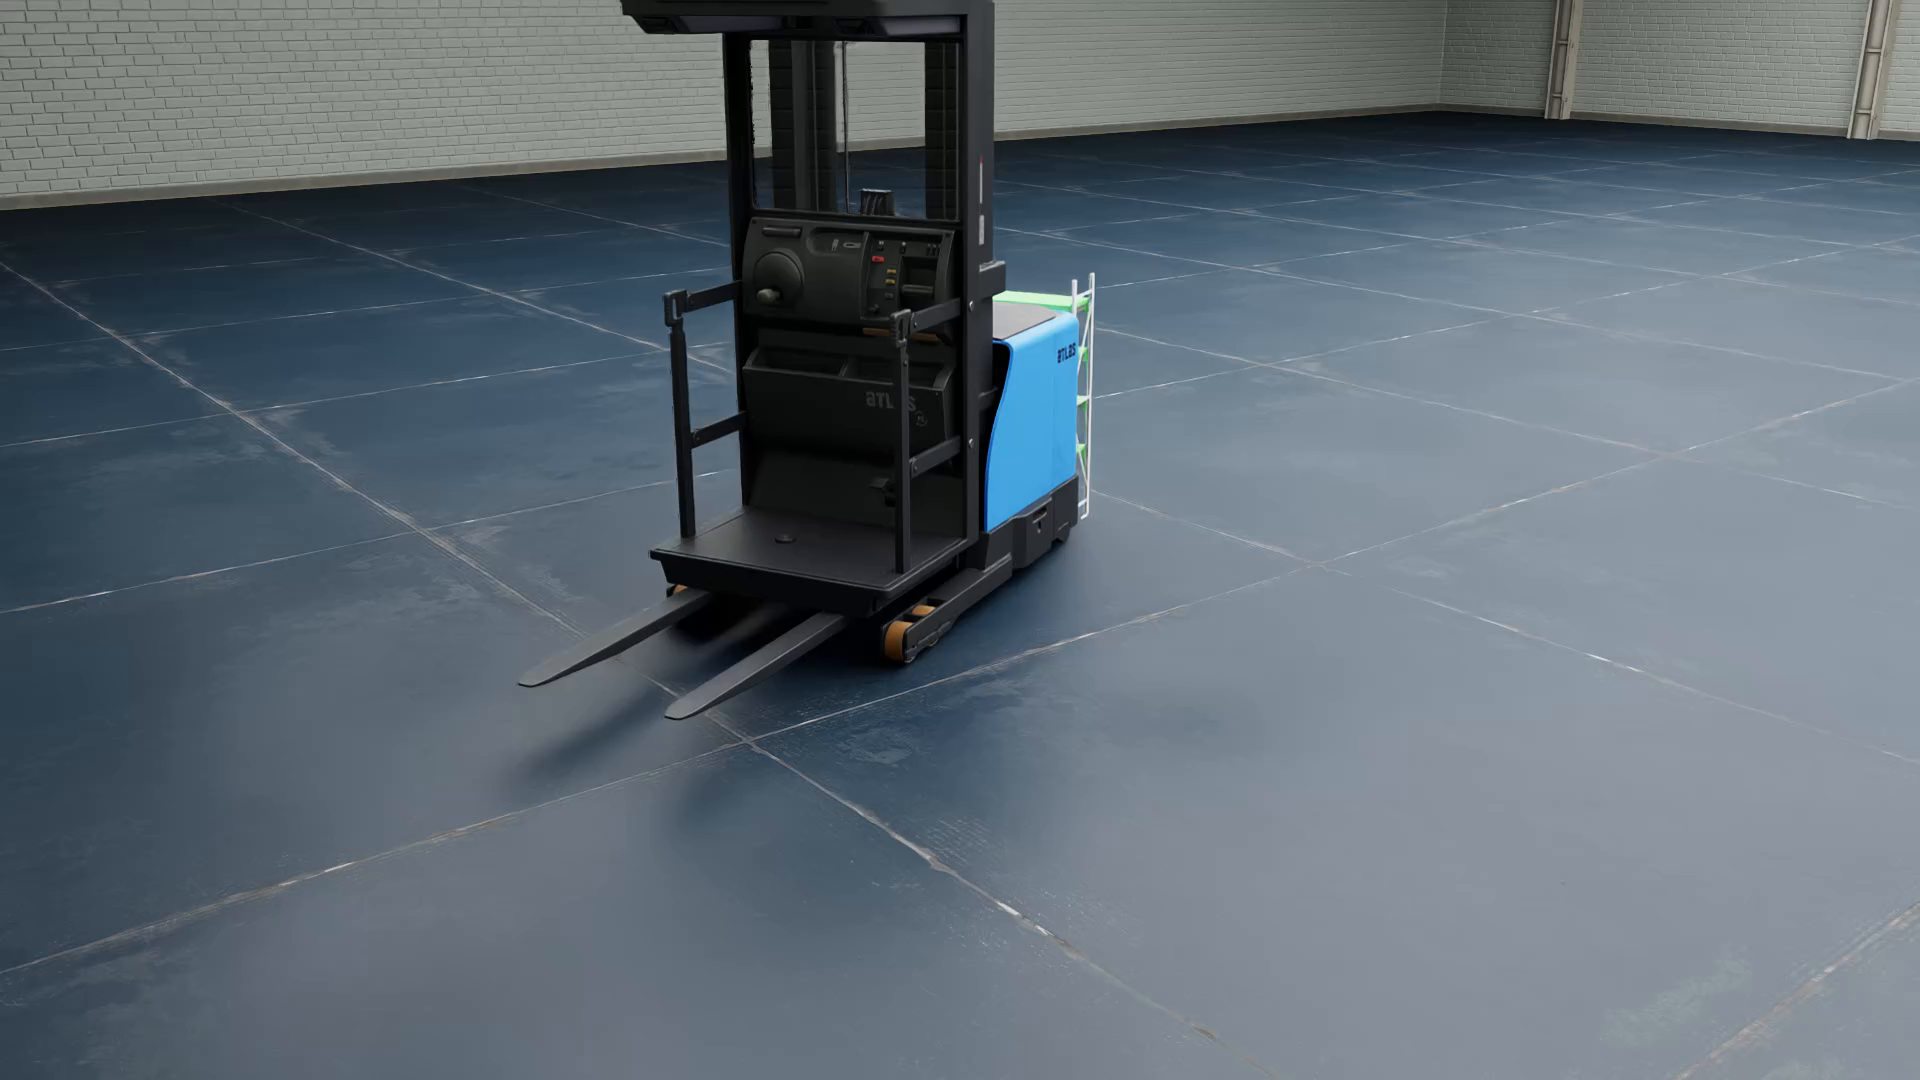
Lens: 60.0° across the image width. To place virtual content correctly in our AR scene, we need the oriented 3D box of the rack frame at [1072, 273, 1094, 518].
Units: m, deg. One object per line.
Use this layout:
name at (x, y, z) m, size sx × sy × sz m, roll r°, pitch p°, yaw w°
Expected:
rack frame at (0.575, -0.659, 7.943) m, size 0.015 × 1.200 × 0.240 m, roll 9°, pitch 20°, yaw 25°

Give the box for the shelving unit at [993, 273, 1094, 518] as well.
shelving unit at (0.356, -0.693, 8.045) m, size 0.503 × 1.200 × 0.258 m, roll 9°, pitch 20°, yaw 25°

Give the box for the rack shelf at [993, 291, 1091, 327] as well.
rack shelf at (0.356, -1.088, 7.914) m, size 0.480 × 0.148 × 0.258 m, roll 9°, pitch 20°, yaw 25°

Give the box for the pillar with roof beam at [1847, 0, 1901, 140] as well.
pillar with roof beam at (12.395, -10.454, 25.117) m, size 9.100 × 9.000 × 0.400 m, roll -14°, pitch 23°, yaw -36°

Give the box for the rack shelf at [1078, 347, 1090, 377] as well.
rack shelf at (0.356, -0.860, 7.990) m, size 0.480 × 0.148 × 0.258 m, roll 9°, pitch 20°, yaw 25°

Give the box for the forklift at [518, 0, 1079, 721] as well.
forklift at (-0.545, -1.071, 6.434) m, size 1.130 × 2.935 × 3.031 m, roll 9°, pitch 20°, yaw 25°

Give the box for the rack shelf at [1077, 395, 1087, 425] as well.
rack shelf at (0.356, -0.632, 8.065) m, size 0.480 × 0.148 × 0.258 m, roll 9°, pitch 20°, yaw 25°

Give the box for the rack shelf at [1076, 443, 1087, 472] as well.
rack shelf at (0.356, -0.404, 8.140) m, size 0.480 × 0.148 × 0.258 m, roll 9°, pitch 20°, yaw 25°

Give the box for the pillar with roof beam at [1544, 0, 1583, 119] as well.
pillar with roof beam at (8.670, -11.932, 29.582) m, size 9.100 × 9.000 × 0.400 m, roll -14°, pitch 23°, yaw -36°
